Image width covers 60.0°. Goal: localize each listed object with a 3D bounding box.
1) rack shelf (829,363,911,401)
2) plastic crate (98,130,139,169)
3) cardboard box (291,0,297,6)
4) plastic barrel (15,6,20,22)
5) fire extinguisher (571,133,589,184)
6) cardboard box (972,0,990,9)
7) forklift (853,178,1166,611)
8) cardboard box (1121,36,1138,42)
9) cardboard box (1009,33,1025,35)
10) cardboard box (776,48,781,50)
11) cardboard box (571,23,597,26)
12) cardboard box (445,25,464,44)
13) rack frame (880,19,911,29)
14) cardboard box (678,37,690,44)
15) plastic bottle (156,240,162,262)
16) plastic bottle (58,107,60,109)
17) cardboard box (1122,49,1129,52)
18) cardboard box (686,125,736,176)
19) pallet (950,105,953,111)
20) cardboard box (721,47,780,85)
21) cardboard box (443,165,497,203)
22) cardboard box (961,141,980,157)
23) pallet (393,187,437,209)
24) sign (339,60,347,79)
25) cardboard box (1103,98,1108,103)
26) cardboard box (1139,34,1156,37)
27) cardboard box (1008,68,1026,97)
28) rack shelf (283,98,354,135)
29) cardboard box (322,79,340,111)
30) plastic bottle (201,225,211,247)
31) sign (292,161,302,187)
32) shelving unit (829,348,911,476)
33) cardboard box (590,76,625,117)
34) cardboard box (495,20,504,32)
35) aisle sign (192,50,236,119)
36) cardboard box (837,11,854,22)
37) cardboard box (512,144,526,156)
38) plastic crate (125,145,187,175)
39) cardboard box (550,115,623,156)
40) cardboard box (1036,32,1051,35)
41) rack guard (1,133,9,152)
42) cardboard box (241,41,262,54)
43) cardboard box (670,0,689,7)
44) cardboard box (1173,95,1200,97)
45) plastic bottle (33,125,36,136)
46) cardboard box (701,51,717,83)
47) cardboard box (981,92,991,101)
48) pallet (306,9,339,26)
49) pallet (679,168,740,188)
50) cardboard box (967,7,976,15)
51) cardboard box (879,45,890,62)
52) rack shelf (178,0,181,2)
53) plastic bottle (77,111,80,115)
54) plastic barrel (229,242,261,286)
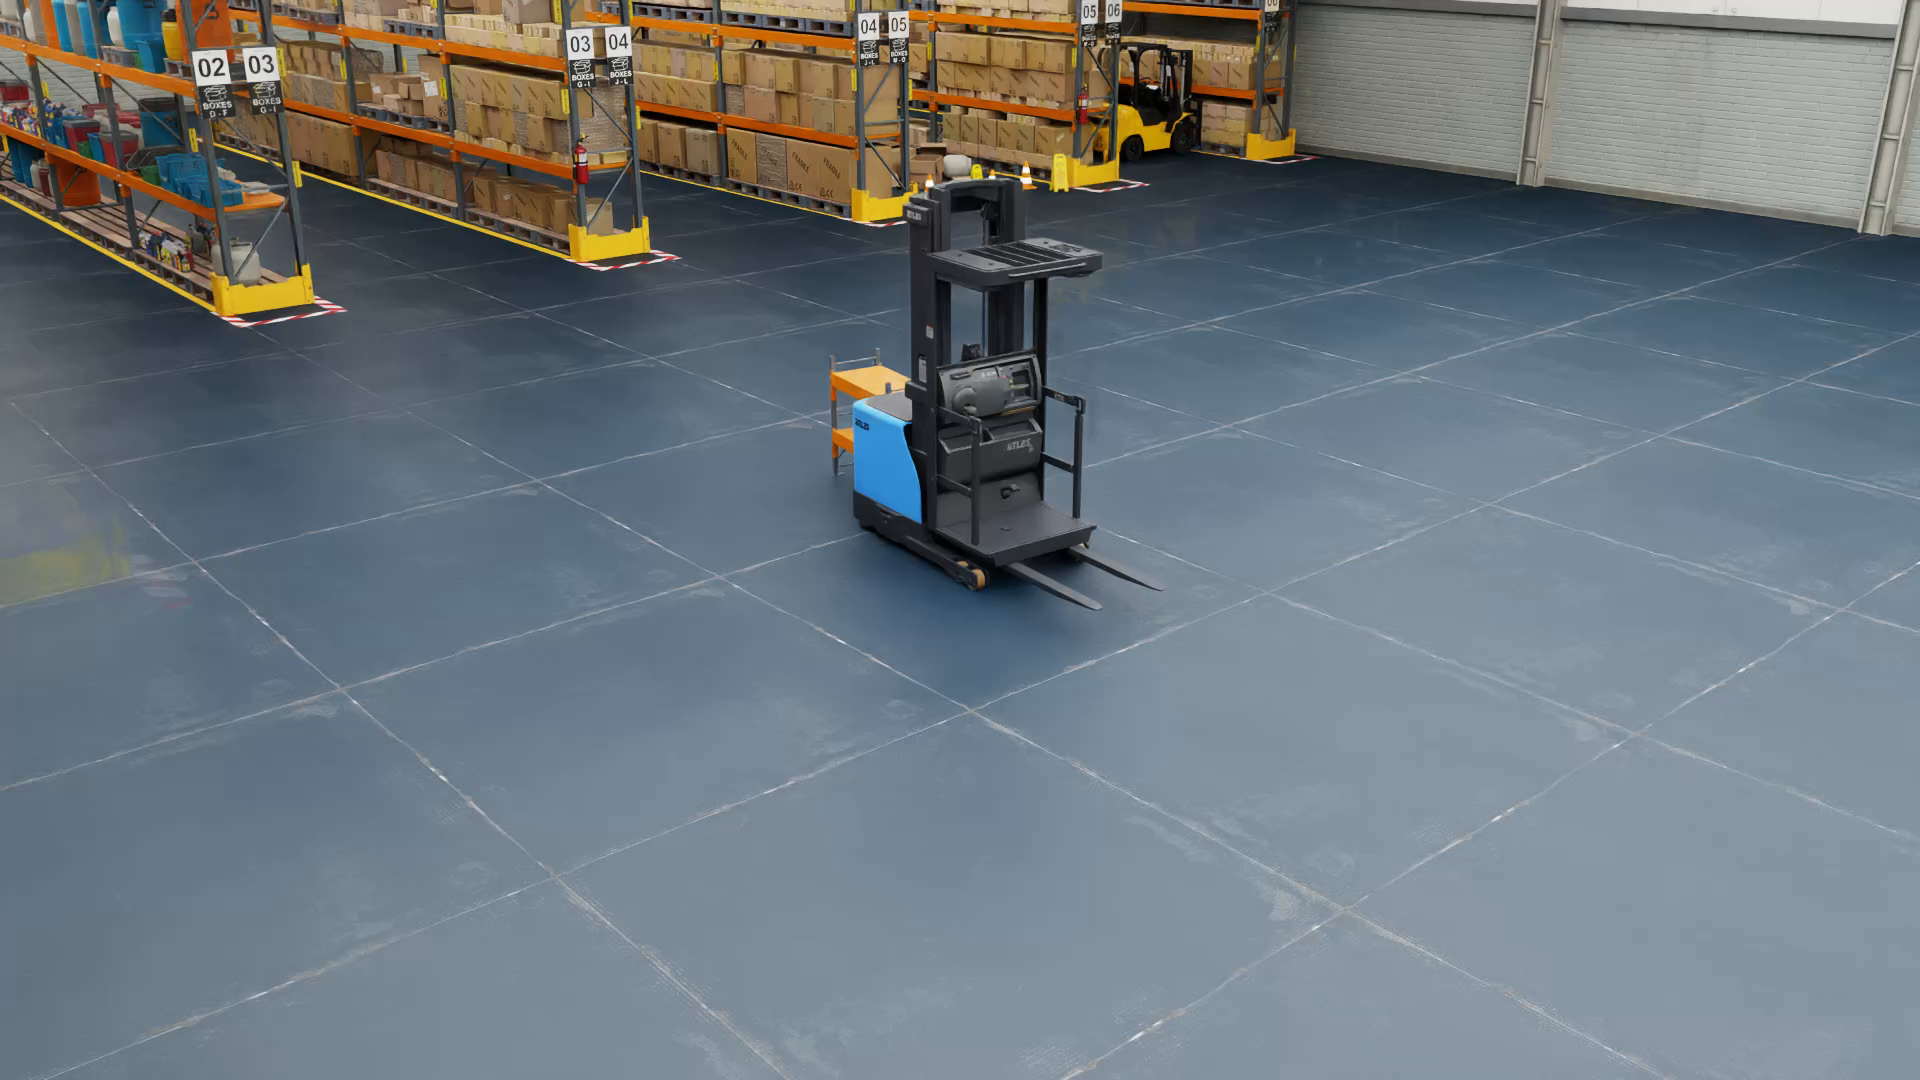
[{"bbox_3d":[-0.678,-1.276,14.624,0.538,0.278,1.000,-13,25,-29],"label":"rack shelf"},{"bbox_3d":[-11.976,-5.569,23.727,0.402,0.464,0.583,-17,27,-37],"label":"plastic crate"},{"bbox_3d":[-12.040,-9.895,30.517,0.380,0.149,0.250,-19,28,-40],"label":"cardboard box"},{"bbox_3d":[-14.850,-8.372,26.473,0.301,0.262,0.301,0,21,0],"label":"plastic barrel"},{"bbox_3d":[-5.339,-5.374,23.425,0.296,0.674,0.183,-17,27,-37],"label":"fire extinguisher"},{"bbox_3d":[0.572,-10.013,30.846,0.500,0.250,0.500,-17,27,-37],"label":"cardboard box"},{"bbox_3d":[0.363,-1.179,12.701,1.130,2.935,3.031,-15,26,-33],"label":"forklift"},{"bbox_3d":[3.573,-10.527,35.040,0.380,0.149,0.250,-17,27,-36],"label":"cardboard box"},{"bbox_3d":[1.326,-11.356,37.564,0.380,0.149,0.250,-17,27,-36],"label":"cardboard box"},{"bbox_3d":[-3.626,-10.498,35.921,0.500,0.250,0.500,-18,28,-39],"label":"cardboard box"},{"bbox_3d":[-5.424,-7.330,23.859,0.380,0.149,0.250,-18,28,-38],"label":"cardboard box"},{"bbox_3d":[-7.576,-7.798,25.600,0.500,0.250,0.500,-19,28,-39],"label":"cardboard box"},{"bbox_3d":[-1.633,-12.409,41.279,1.000,3.000,0.127,-17,27,-37],"label":"rack frame"},{"bbox_3d":[-6.227,-11.481,38.773,0.500,0.500,0.500,-18,28,-39],"label":"cardboard box"},{"bbox_3d":[-11.016,-3.988,22.901,0.061,0.283,0.133,-16,26,-35],"label":"plastic bottle"},{"bbox_3d":[-15.204,-7.178,28.100,0.097,0.271,0.097,0,21,0],"label":"plastic bottle"},{"bbox_3d":[3.598,-10.397,35.115,0.380,0.149,0.250,-18,28,-38],"label":"cardboard box"},{"bbox_3d":[-4.326,-7.108,30.253,1.050,0.750,0.750,-18,27,-38],"label":"cardboard box"},{"bbox_3d":[0.520,-10.221,39.516,1.003,0.211,1.213,-17,27,-37],"label":"pallet"},{"bbox_3d":[-3.638,-8.272,29.031,0.875,0.550,0.550,-17,27,-37],"label":"cardboard box"},{"bbox_3d":[-8.060,-5.873,27.415,0.500,0.500,0.700,20,29,41],"label":"cardboard box"},{"bbox_3d":[0.369,-7.559,32.091,0.500,0.250,0.500,-16,26,-34],"label":"cardboard box"},{"bbox_3d":[-8.986,-5.910,28.511,1.003,0.211,1.213,-17,27,-37],"label":"pallet"},{"bbox_3d":[-10.705,-8.168,28.864,0.100,0.325,0.005,-17,27,-37],"label":"sign"},{"bbox_3d":[3.240,-9.430,36.353,0.875,0.625,0.625,-16,26,-35],"label":"cardboard box"},{"bbox_3d":[4.027,-10.669,35.403,0.380,0.149,0.250,-17,27,-37],"label":"cardboard box"},{"bbox_3d":[1.232,-8.459,30.649,0.500,0.500,0.500,-18,27,-38],"label":"cardboard box"},{"bbox_3d":[-11.592,-7.980,30.957,1.077,0.370,4.000,-17,27,-37],"label":"rack shelf"},{"bbox_3d":[-11.118,-8.025,29.949,0.500,0.500,0.500,-18,28,-38],"label":"cardboard box"},{"bbox_3d":[-10.664,-4.287,23.571,0.144,0.351,0.185,-19,28,-40],"label":"plastic bottle"},{"bbox_3d":[-8.398,-4.631,21.042,0.100,0.325,0.005,-17,27,-37],"label":"sign"},{"bbox_3d":[-0.678,-1.004,14.730,0.538,1.125,1.048,-13,25,-29],"label":"shelving unit"},{"bbox_3d":[-5.218,-6.419,24.070,0.500,0.500,0.500,-17,27,-37],"label":"cardboard box"},{"bbox_3d":[-6.624,-7.592,24.526,0.380,0.149,0.250,-17,27,-36],"label":"cardboard box"},{"bbox_3d":[-8.995,-5.493,20.056,0.394,0.787,0.004,-17,27,-37],"label":"aisle sign"},{"bbox_3d":[-1.715,-8.238,26.147,0.380,0.149,0.250,-18,27,-38],"label":"cardboard box"},{"bbox_3d":[-6.466,-5.854,24.887,0.380,0.149,0.250,-17,27,-37],"label":"cardboard box"},{"bbox_3d":[-11.183,-5.274,23.147,0.767,0.338,0.504,-17,27,-37],"label":"plastic crate"},{"bbox_3d":[-5.403,-5.895,24.104,0.875,0.500,0.500,-17,27,-37],"label":"cardboard box"},{"bbox_3d":[1.936,-11.428,37.747,0.380,0.149,0.250,-18,28,-38],"label":"cardboard box"},{"bbox_3d":[-19.287,-7.633,32.512,1.175,0.500,0.348,-17,27,-37],"label":"rack guard"},{"bbox_3d":[-13.725,-9.488,32.590,0.500,0.500,0.500,-17,27,-37],"label":"cardboard box"},{"bbox_3d":[-4.825,-9.667,29.659,0.500,0.250,0.500,-18,28,-38],"label":"cardboard box"},{"bbox_3d":[4.719,-9.210,34.935,0.500,0.250,0.500,-17,27,-37],"label":"cardboard box"},{"bbox_3d":[-14.839,-6.601,26.722,0.097,0.201,0.097,0,21,0],"label":"plastic bottle"},{"bbox_3d":[-4.181,-8.458,29.682,0.700,0.500,0.500,-18,28,-38],"label":"cardboard box"},{"bbox_3d":[0.622,-8.380,31.337,0.380,0.149,0.250,-17,27,-37],"label":"cardboard box"},{"bbox_3d":[-10.747,-9.236,29.324,1.213,0.211,1.003,-16,26,-35],"label":"pallet"},{"bbox_3d":[-4.413,-6.707,30.543,1.003,0.211,1.213,-17,27,-37],"label":"pallet"},{"bbox_3d":[0.357,-9.945,31.219,0.380,0.149,0.250,-16,27,-36],"label":"cardboard box"},{"bbox_3d":[-1.301,-9.750,33.370,0.500,0.500,0.500,-16,27,-36],"label":"cardboard box"},{"bbox_3d":[-10.123,-7.197,21.282,1.077,0.370,4.000,-17,27,-37],"label":"rack shelf"},{"bbox_3d":[-14.582,-6.965,27.539,0.061,0.283,0.133,-17,27,-37],"label":"plastic bottle"},{"bbox_3d":[-9.305,-3.573,21.556,0.421,0.512,0.421,0,21,0],"label":"plastic barrel"}]
